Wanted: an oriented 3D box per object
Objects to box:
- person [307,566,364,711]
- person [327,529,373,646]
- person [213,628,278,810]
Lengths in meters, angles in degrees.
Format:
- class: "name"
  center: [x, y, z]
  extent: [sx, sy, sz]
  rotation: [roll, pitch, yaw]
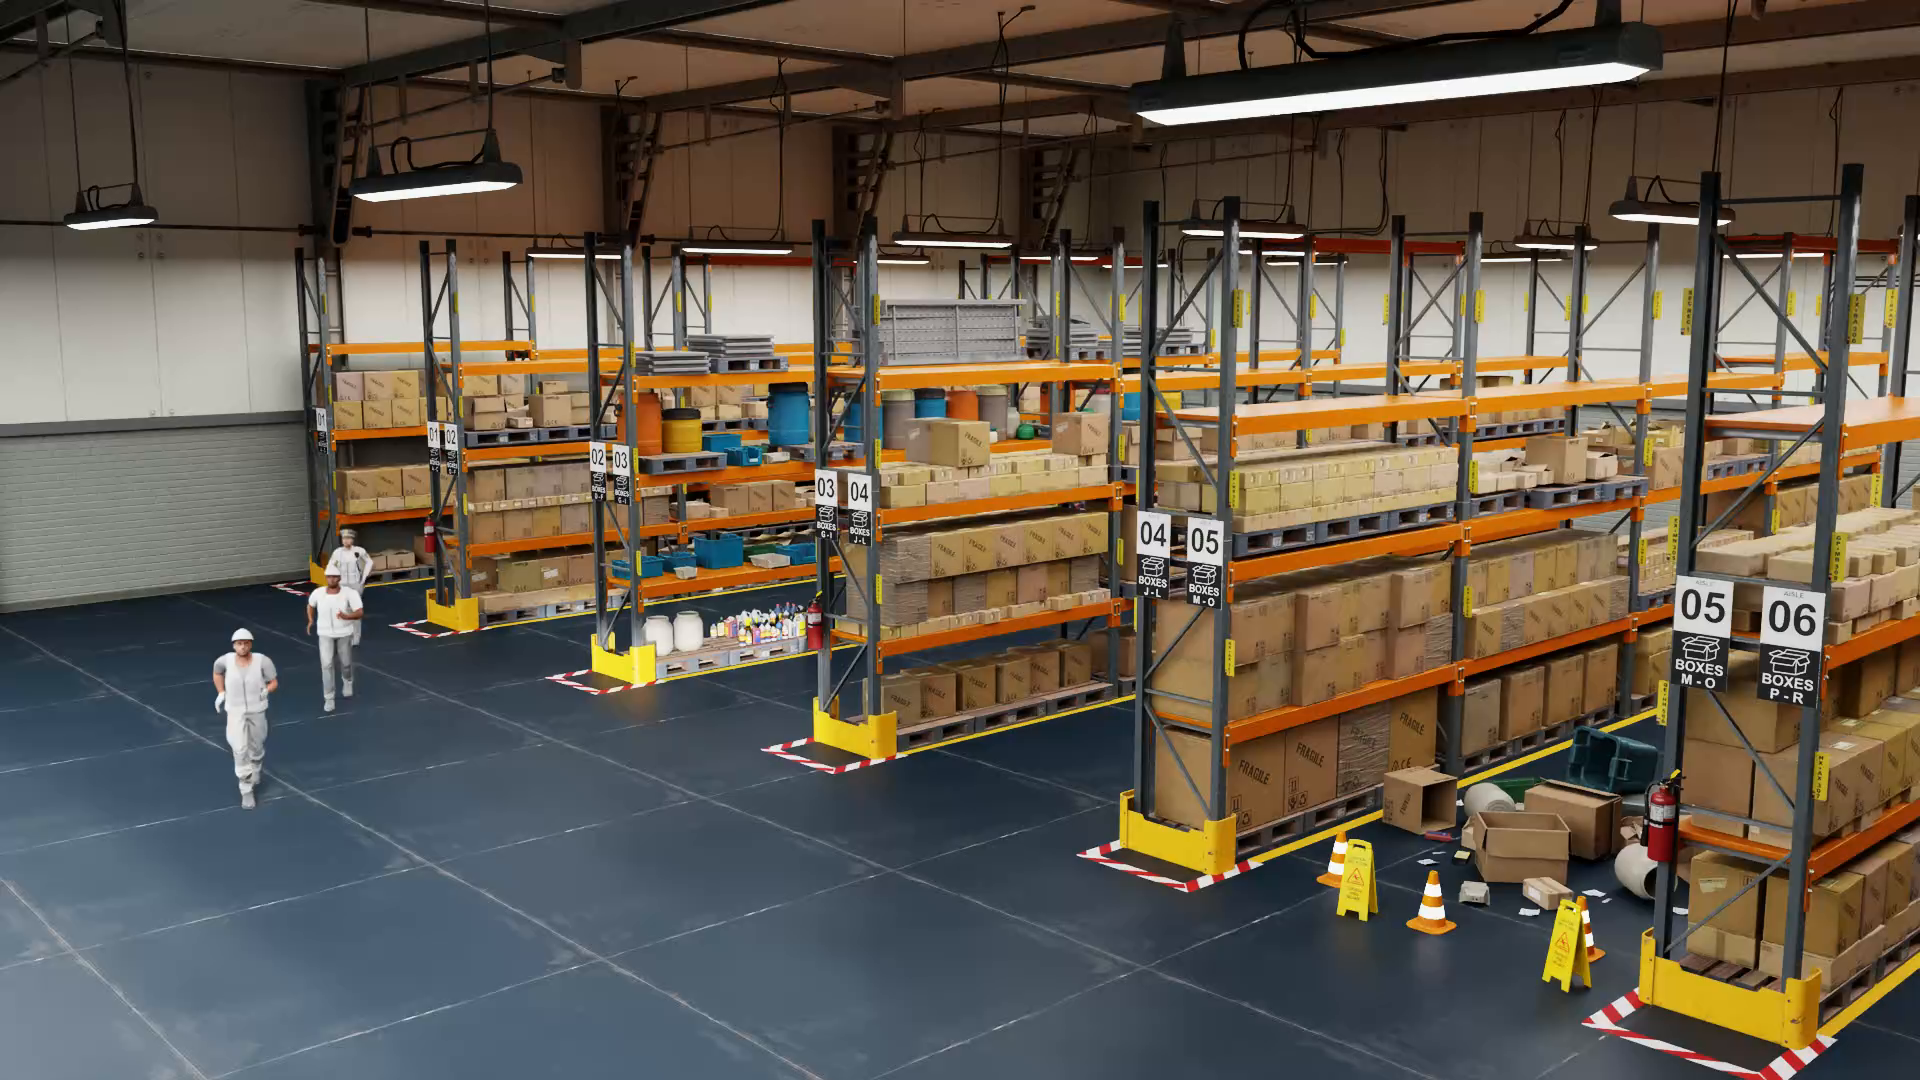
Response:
- class: "person"
  center: [-7.880, 1.194, 20.984]
  extent: [0.705, 1.760, 0.966]
  rotation: [-2, 9, -13]
- class: "person"
  center: [-9.126, 0.671, 24.910]
  extent: [0.643, 1.711, 0.854]
  rotation: [-2, 9, -16]
- class: "person"
  center: [-7.348, 1.777, 17.152]
  extent: [0.597, 1.805, 0.967]
  rotation: [-4, 9, -26]
